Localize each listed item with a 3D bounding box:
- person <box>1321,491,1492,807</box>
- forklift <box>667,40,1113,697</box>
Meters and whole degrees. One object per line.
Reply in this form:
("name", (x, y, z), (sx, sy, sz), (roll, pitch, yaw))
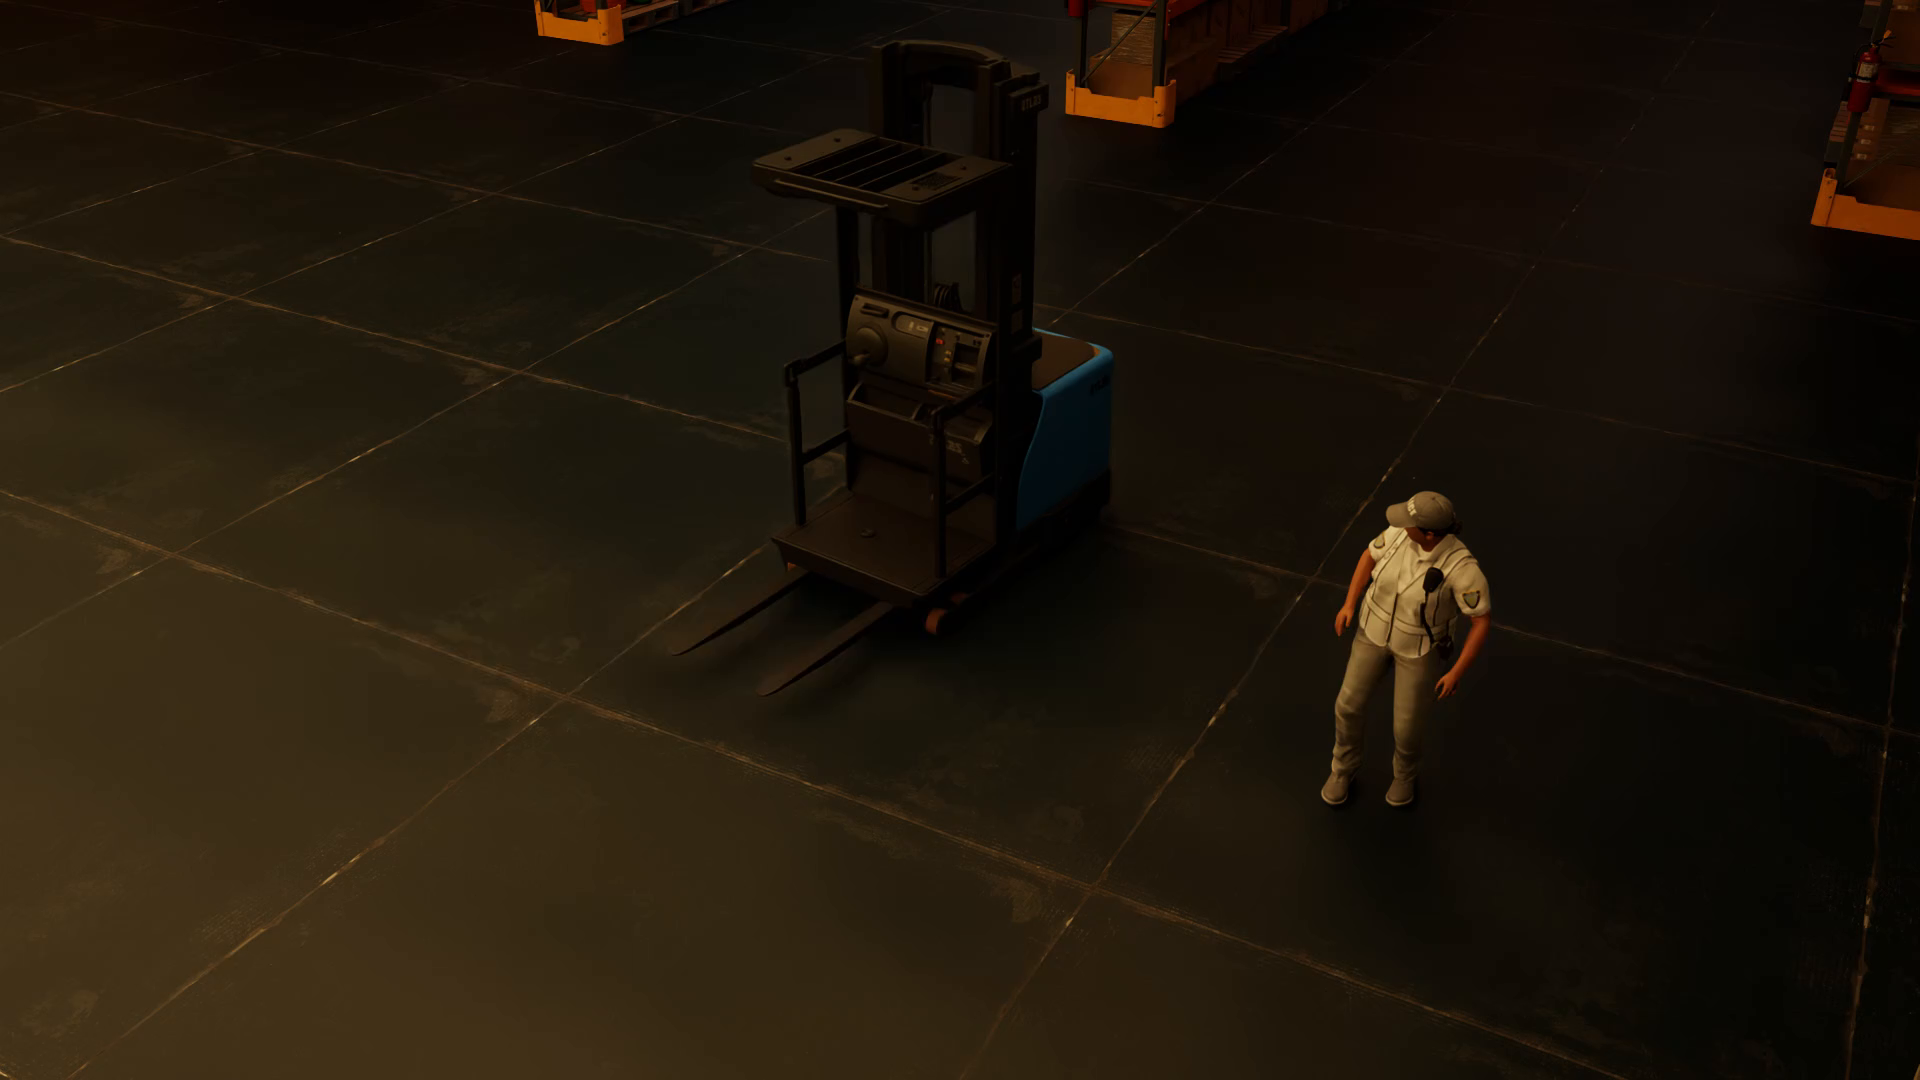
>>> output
("person", (2.019, 0.500, 7.511), (0.674, 1.638, 0.512), (21, 36, 32))
("forklift", (-0.351, -1.014, 8.828), (1.130, 2.935, 3.031), (20, 35, 31))
